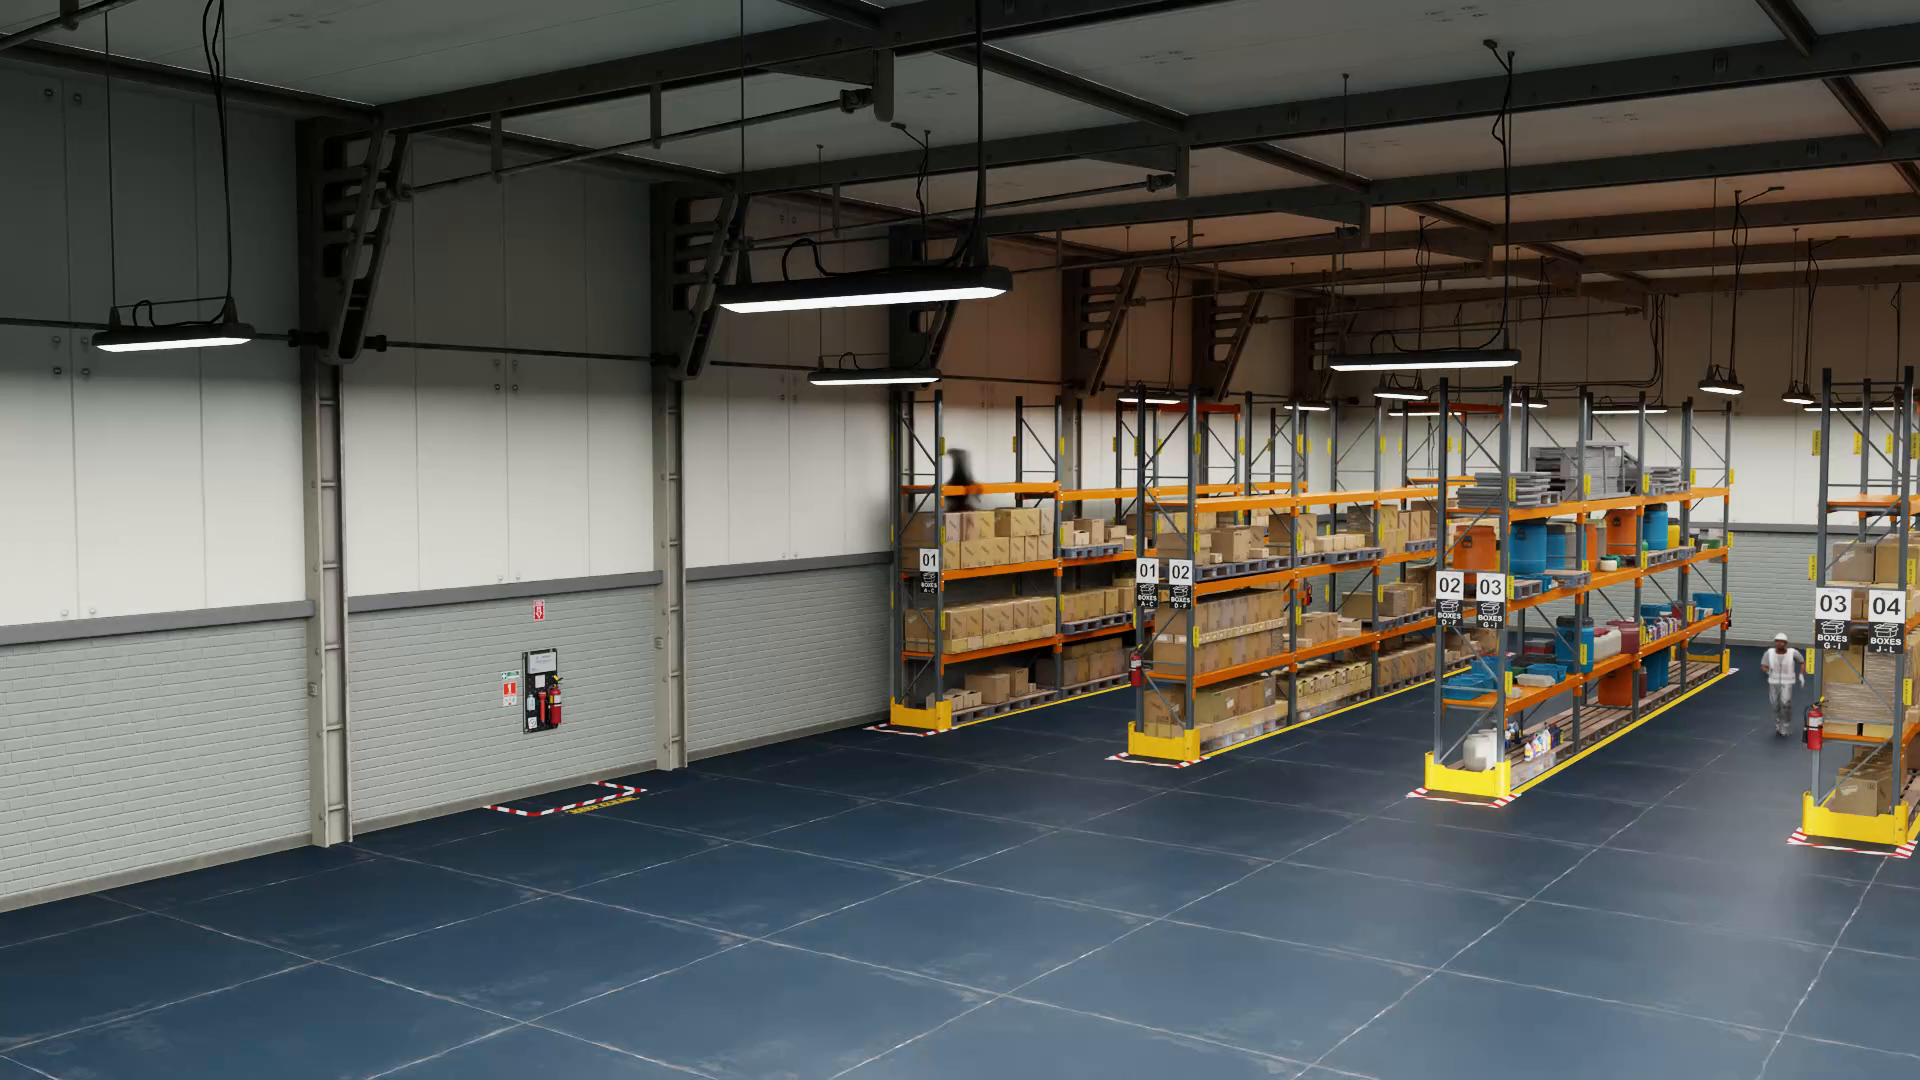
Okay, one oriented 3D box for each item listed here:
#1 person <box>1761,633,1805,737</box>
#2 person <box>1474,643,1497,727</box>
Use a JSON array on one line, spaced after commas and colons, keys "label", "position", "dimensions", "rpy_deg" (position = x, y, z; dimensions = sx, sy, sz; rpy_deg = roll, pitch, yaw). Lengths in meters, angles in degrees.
[{"label": "person", "position": [14.186, 2.499, 28.712], "dimensions": [0.669, 1.784, 0.786], "rpy_deg": [2, 4, 35]}, {"label": "person", "position": [9.390, 2.569, 29.542], "dimensions": [1.130, 1.515, 0.668], "rpy_deg": [-2, 4, -34]}]
